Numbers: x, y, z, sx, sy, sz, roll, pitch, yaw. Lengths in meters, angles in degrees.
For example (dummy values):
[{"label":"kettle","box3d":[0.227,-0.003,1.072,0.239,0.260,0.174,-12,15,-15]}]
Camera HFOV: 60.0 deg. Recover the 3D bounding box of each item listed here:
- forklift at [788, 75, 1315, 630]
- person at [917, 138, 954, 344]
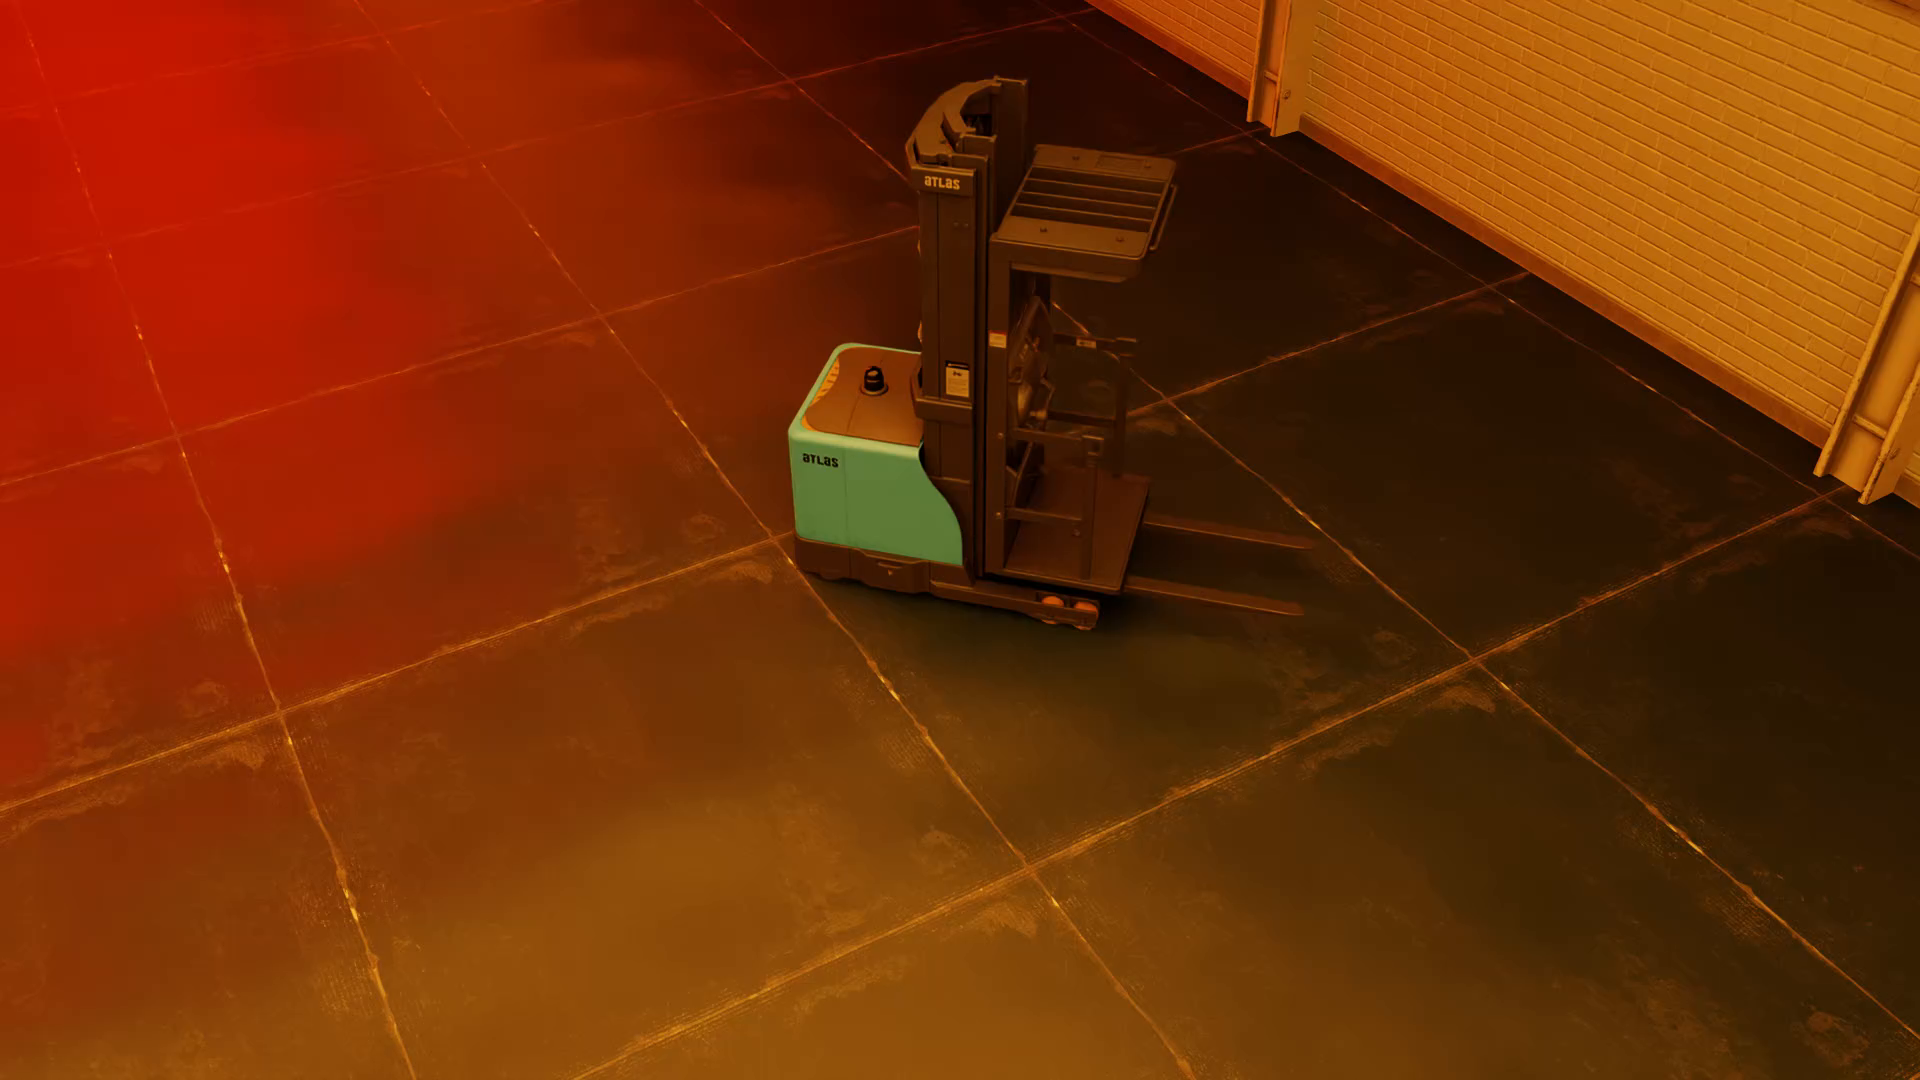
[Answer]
[{"label":"forklift","box3d":[0.580,-0.980,9.218,3.031,2.935,1.130,10,41,11]},{"label":"person","box3d":[-0.080,-2.025,11.542,0.453,1.579,0.623,-2,40,-3]}]
